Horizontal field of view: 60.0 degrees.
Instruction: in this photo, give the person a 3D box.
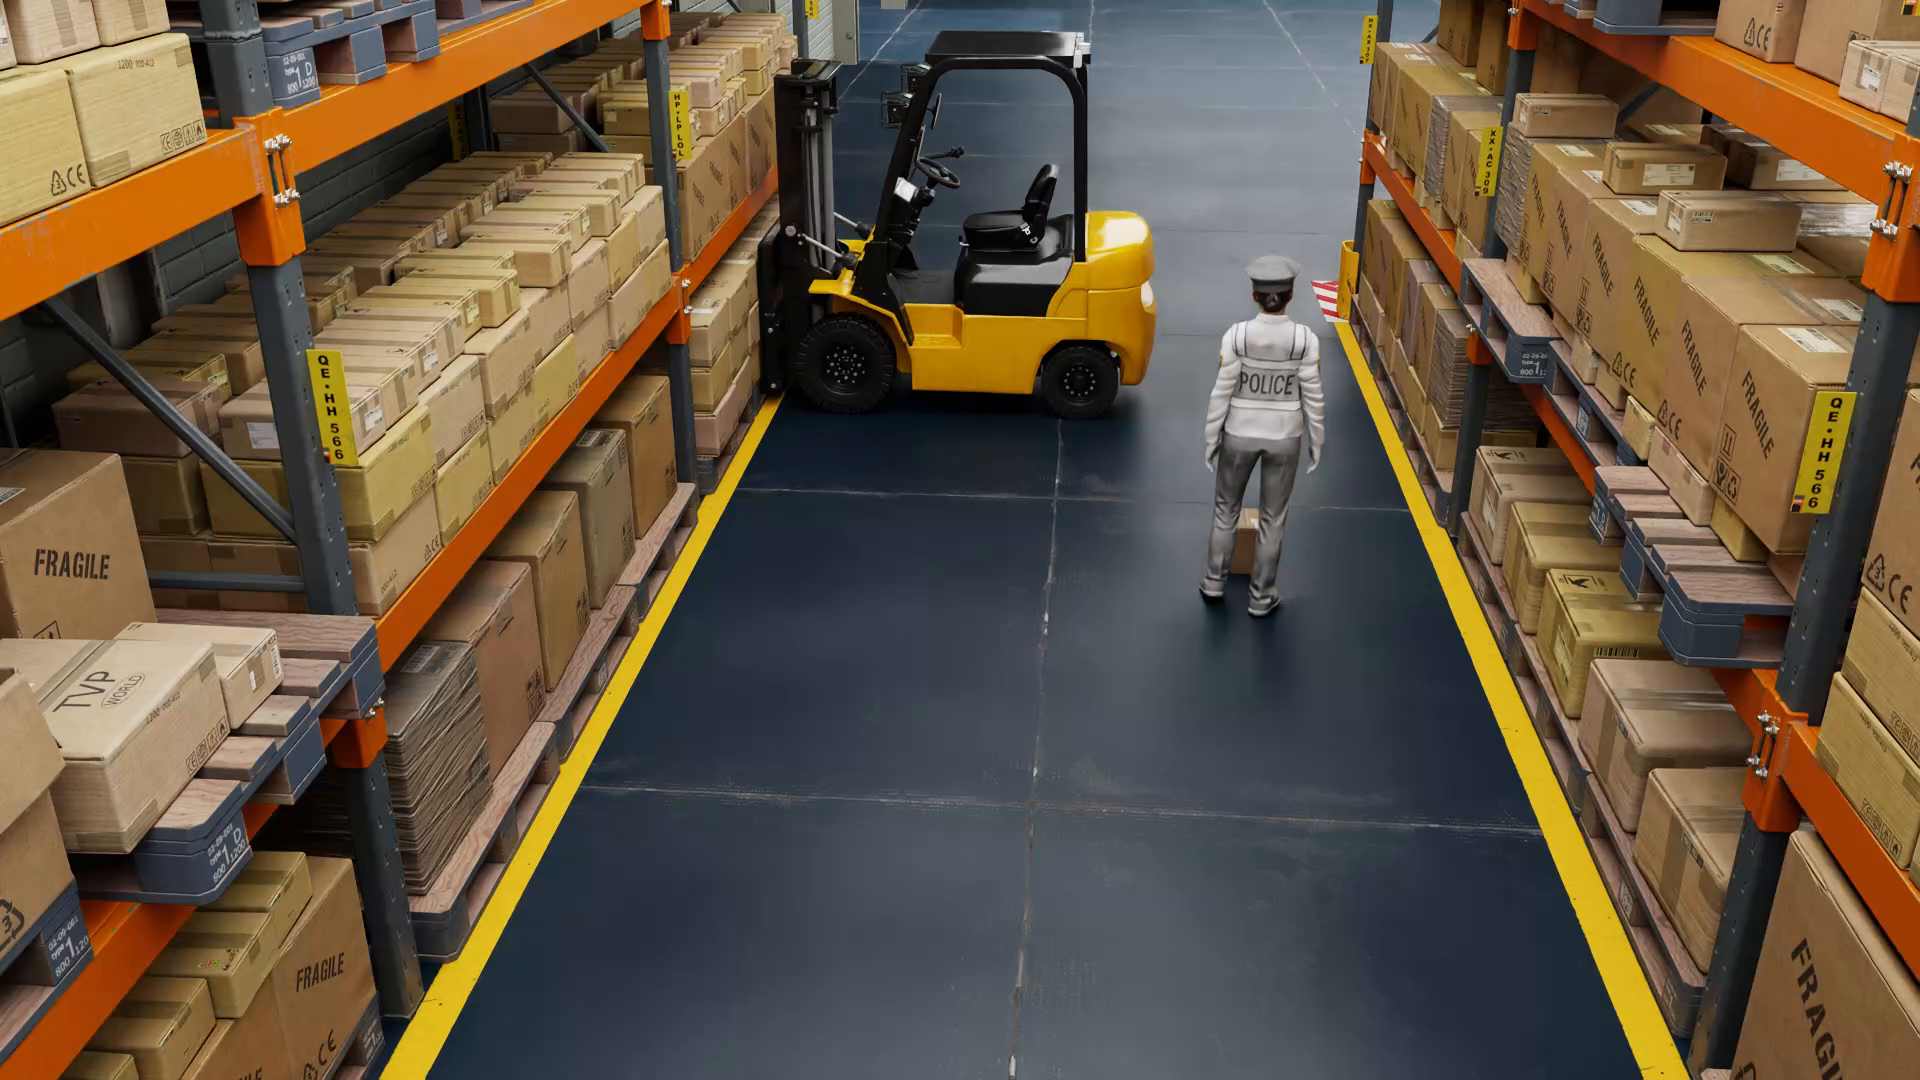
[{"bbox_3d":[1.395,-0.459,7.605,0.528,1.694,0.443,5,25,10],"label":"person"}]
